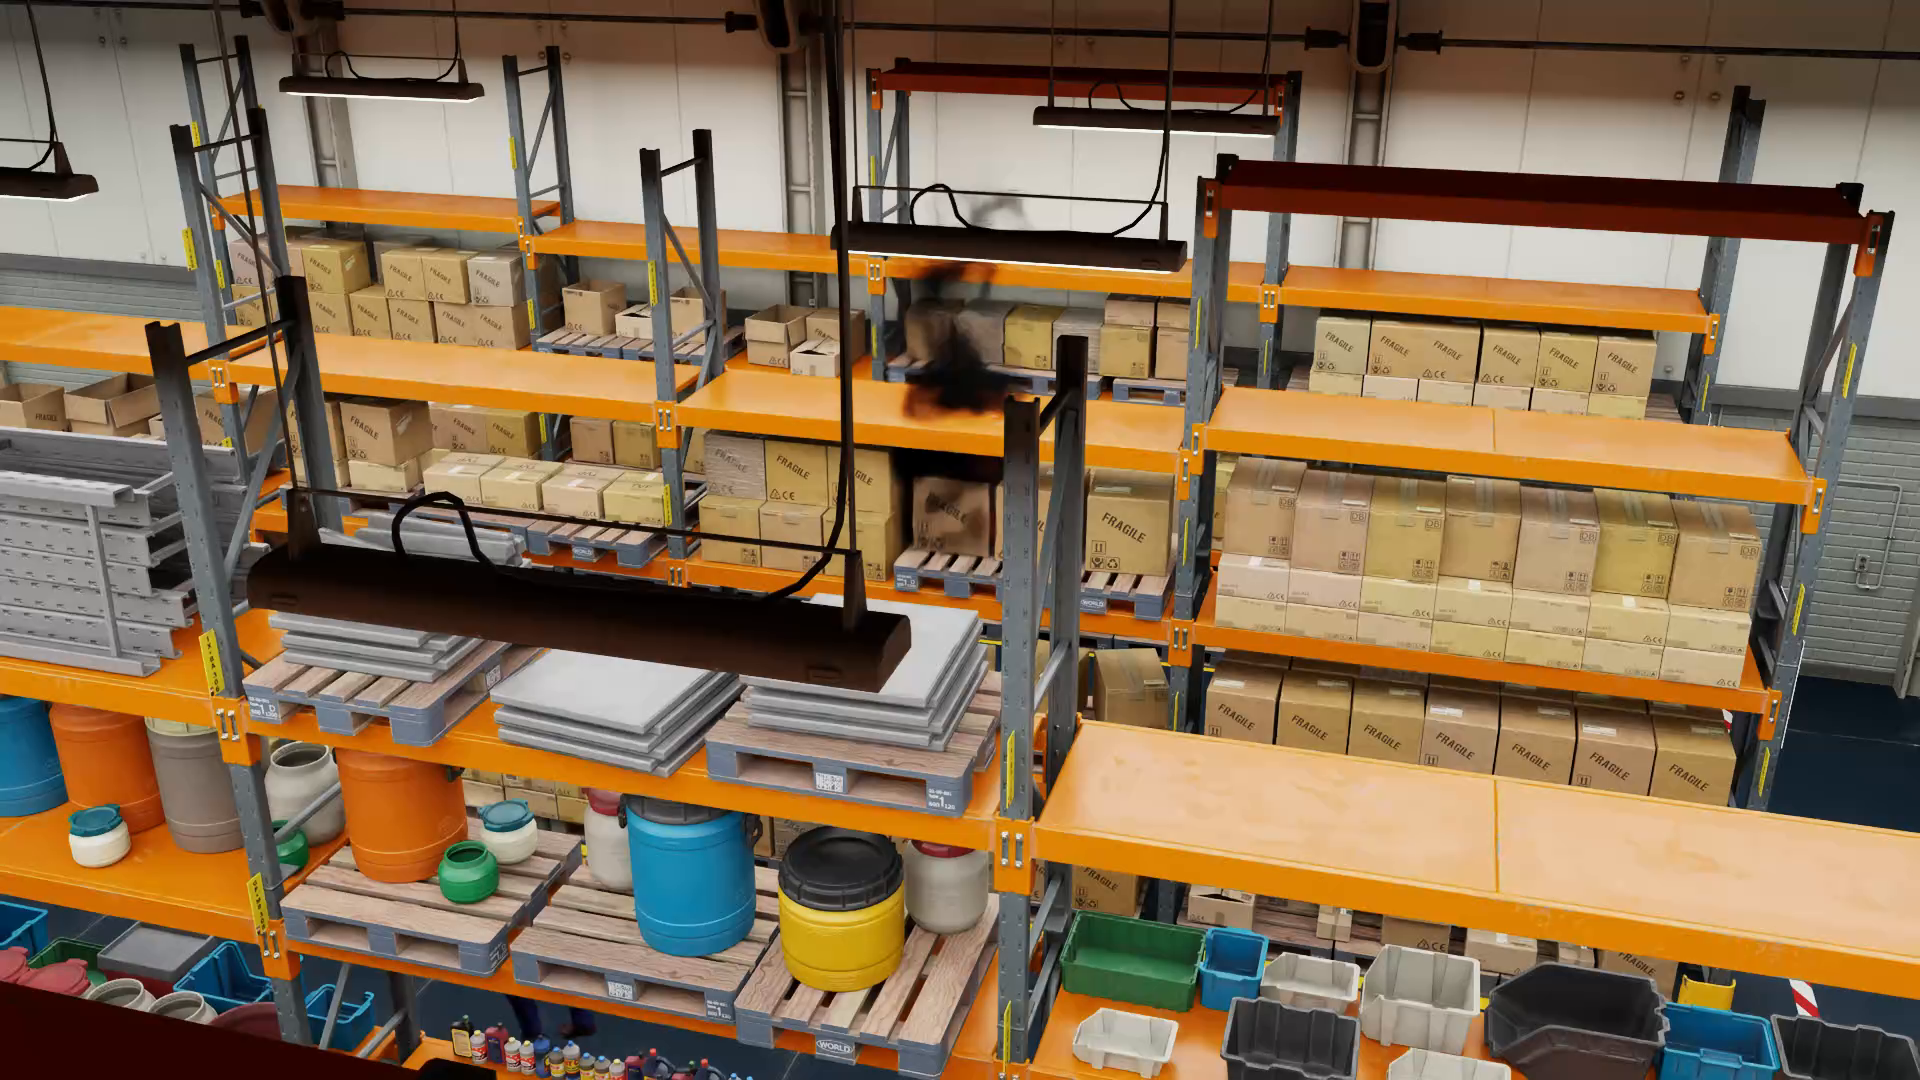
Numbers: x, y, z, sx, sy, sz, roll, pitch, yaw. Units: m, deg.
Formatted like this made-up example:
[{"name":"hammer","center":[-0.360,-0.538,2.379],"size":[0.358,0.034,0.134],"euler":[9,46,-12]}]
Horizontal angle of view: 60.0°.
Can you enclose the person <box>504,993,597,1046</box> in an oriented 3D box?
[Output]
[{"name":"person","center":[-2.880,2.765,11.309],"size":[0.695,1.760,0.576],"euler":[7,24,17]}]
